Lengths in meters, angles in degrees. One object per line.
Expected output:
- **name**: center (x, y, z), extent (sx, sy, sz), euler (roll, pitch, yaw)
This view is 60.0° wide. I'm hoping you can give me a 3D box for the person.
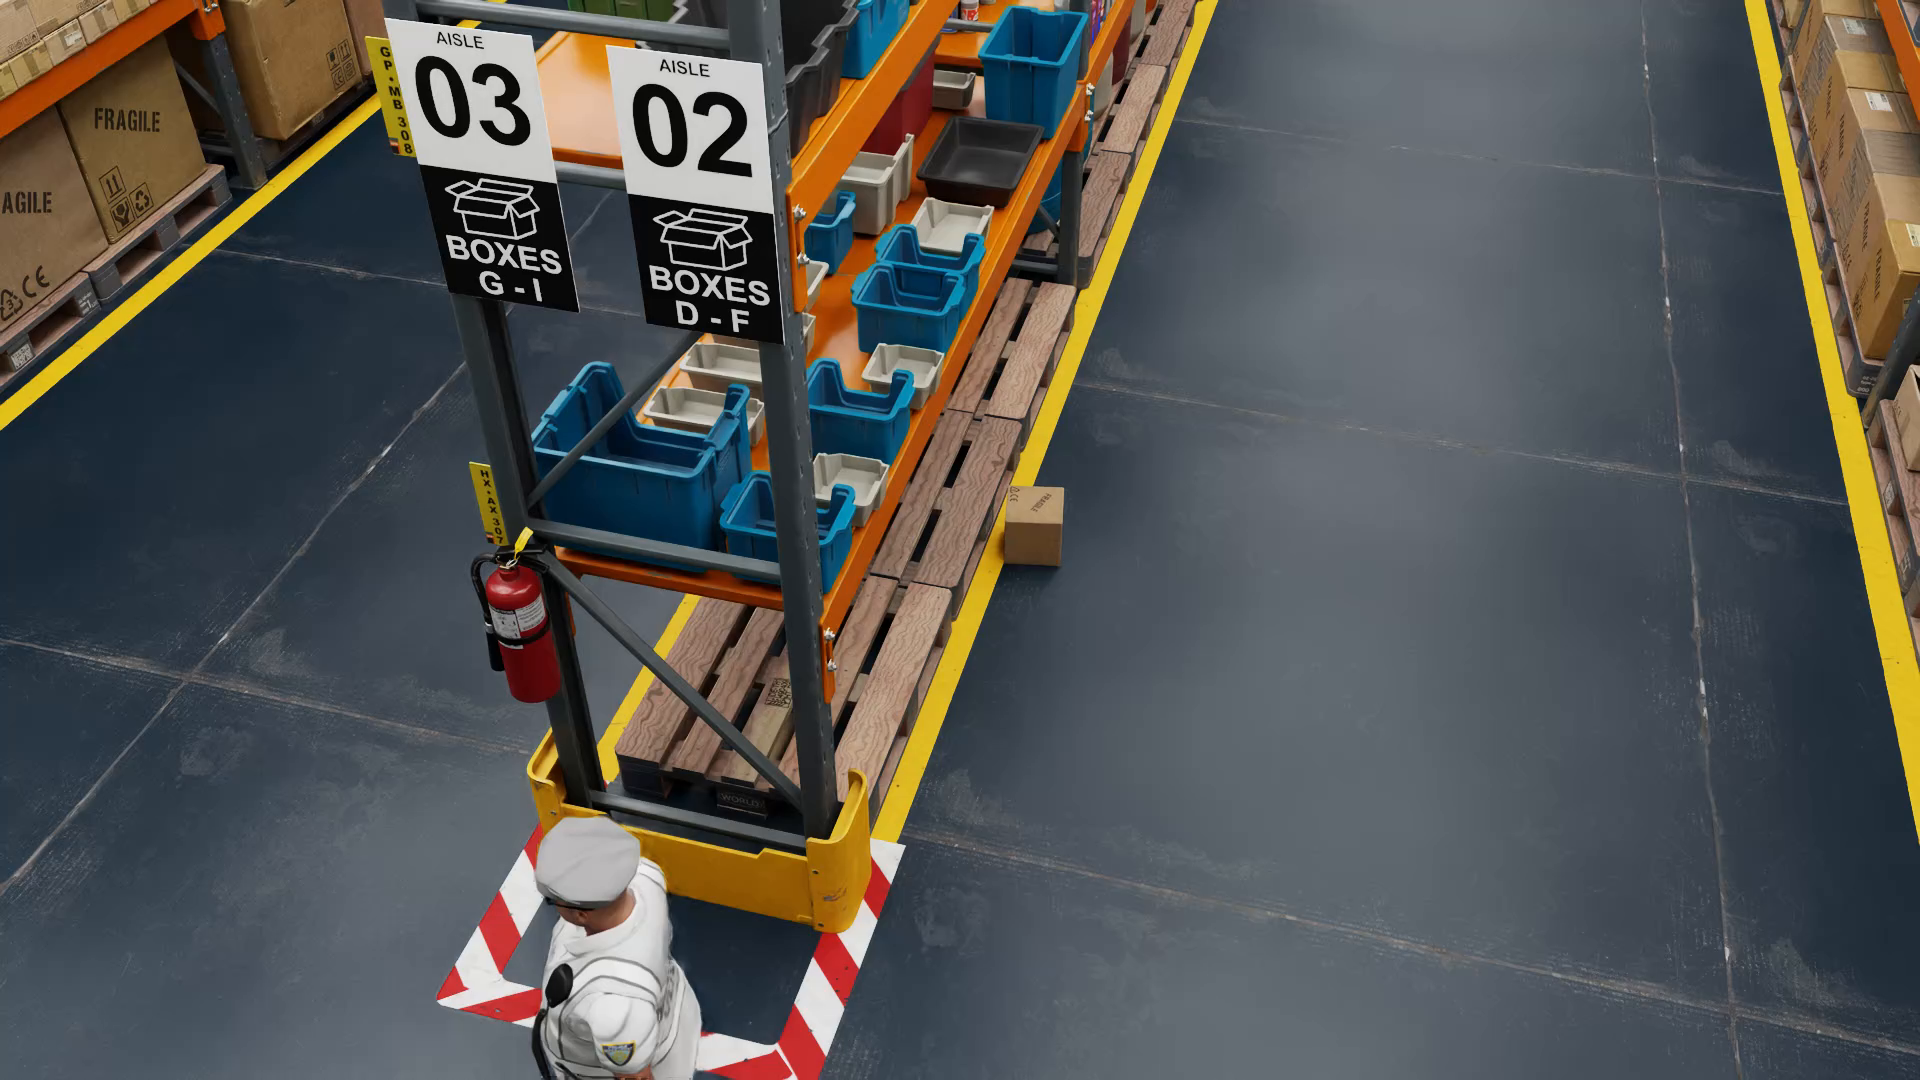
- **person**: center (-0.859, 1.400, 4.521), extent (0.821, 1.720, 0.594), euler (3, 41, 4)
